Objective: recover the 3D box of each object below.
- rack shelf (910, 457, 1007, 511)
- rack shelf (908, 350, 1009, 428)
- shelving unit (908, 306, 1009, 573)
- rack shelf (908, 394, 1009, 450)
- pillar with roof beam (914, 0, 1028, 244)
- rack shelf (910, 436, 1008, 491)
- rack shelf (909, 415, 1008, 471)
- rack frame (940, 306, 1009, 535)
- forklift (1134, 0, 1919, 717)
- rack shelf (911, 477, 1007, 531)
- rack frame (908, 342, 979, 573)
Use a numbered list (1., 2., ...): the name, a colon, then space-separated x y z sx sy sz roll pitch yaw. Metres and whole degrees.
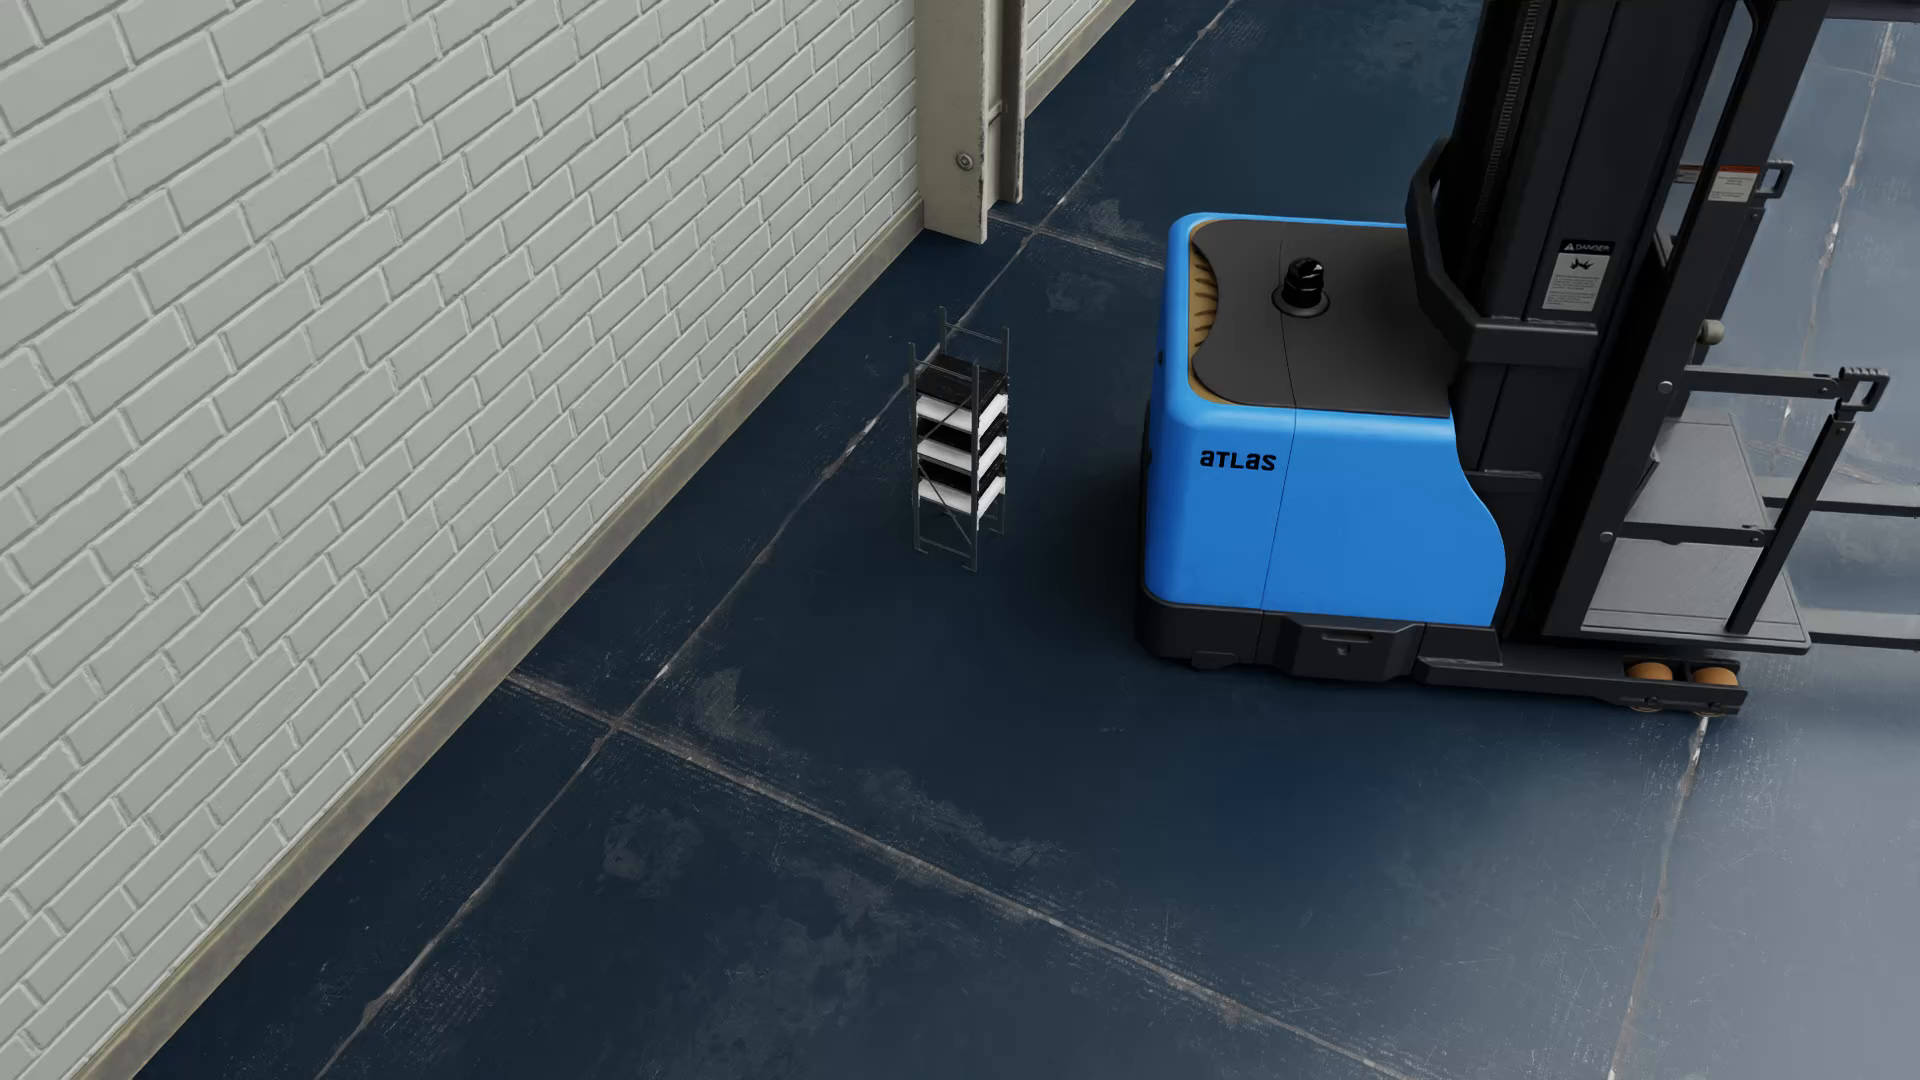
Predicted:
1. rack shelf: -0.004 -0.225 5.513 0.258 0.077 0.200 20 49 19
2. rack shelf: -0.004 -0.478 5.257 0.258 0.077 0.200 20 49 19
3. shelving unit: -0.004 -0.311 5.425 0.258 0.900 0.210 20 49 19
4. rack shelf: -0.004 -0.414 5.321 0.258 0.077 0.200 20 49 19
5. pillar with roof beam: 3.858 -3.156 2.543 9.100 9.000 0.400 20 49 19
6. rack shelf: -0.004 -0.288 5.449 0.258 0.077 0.200 20 49 19
7. rack shelf: -0.004 -0.351 5.385 0.258 0.077 0.200 20 49 19
8. rack frame: 0.043 -0.375 5.488 0.240 0.900 0.006 20 49 19
9. forklift: 2.113 -0.877 4.556 3.031 2.935 1.130 4 45 4
10. rack shelf: -0.004 -0.161 5.577 0.258 0.077 0.200 20 49 19
11. rack frame: -0.051 -0.247 5.362 0.240 0.900 0.006 20 49 19
